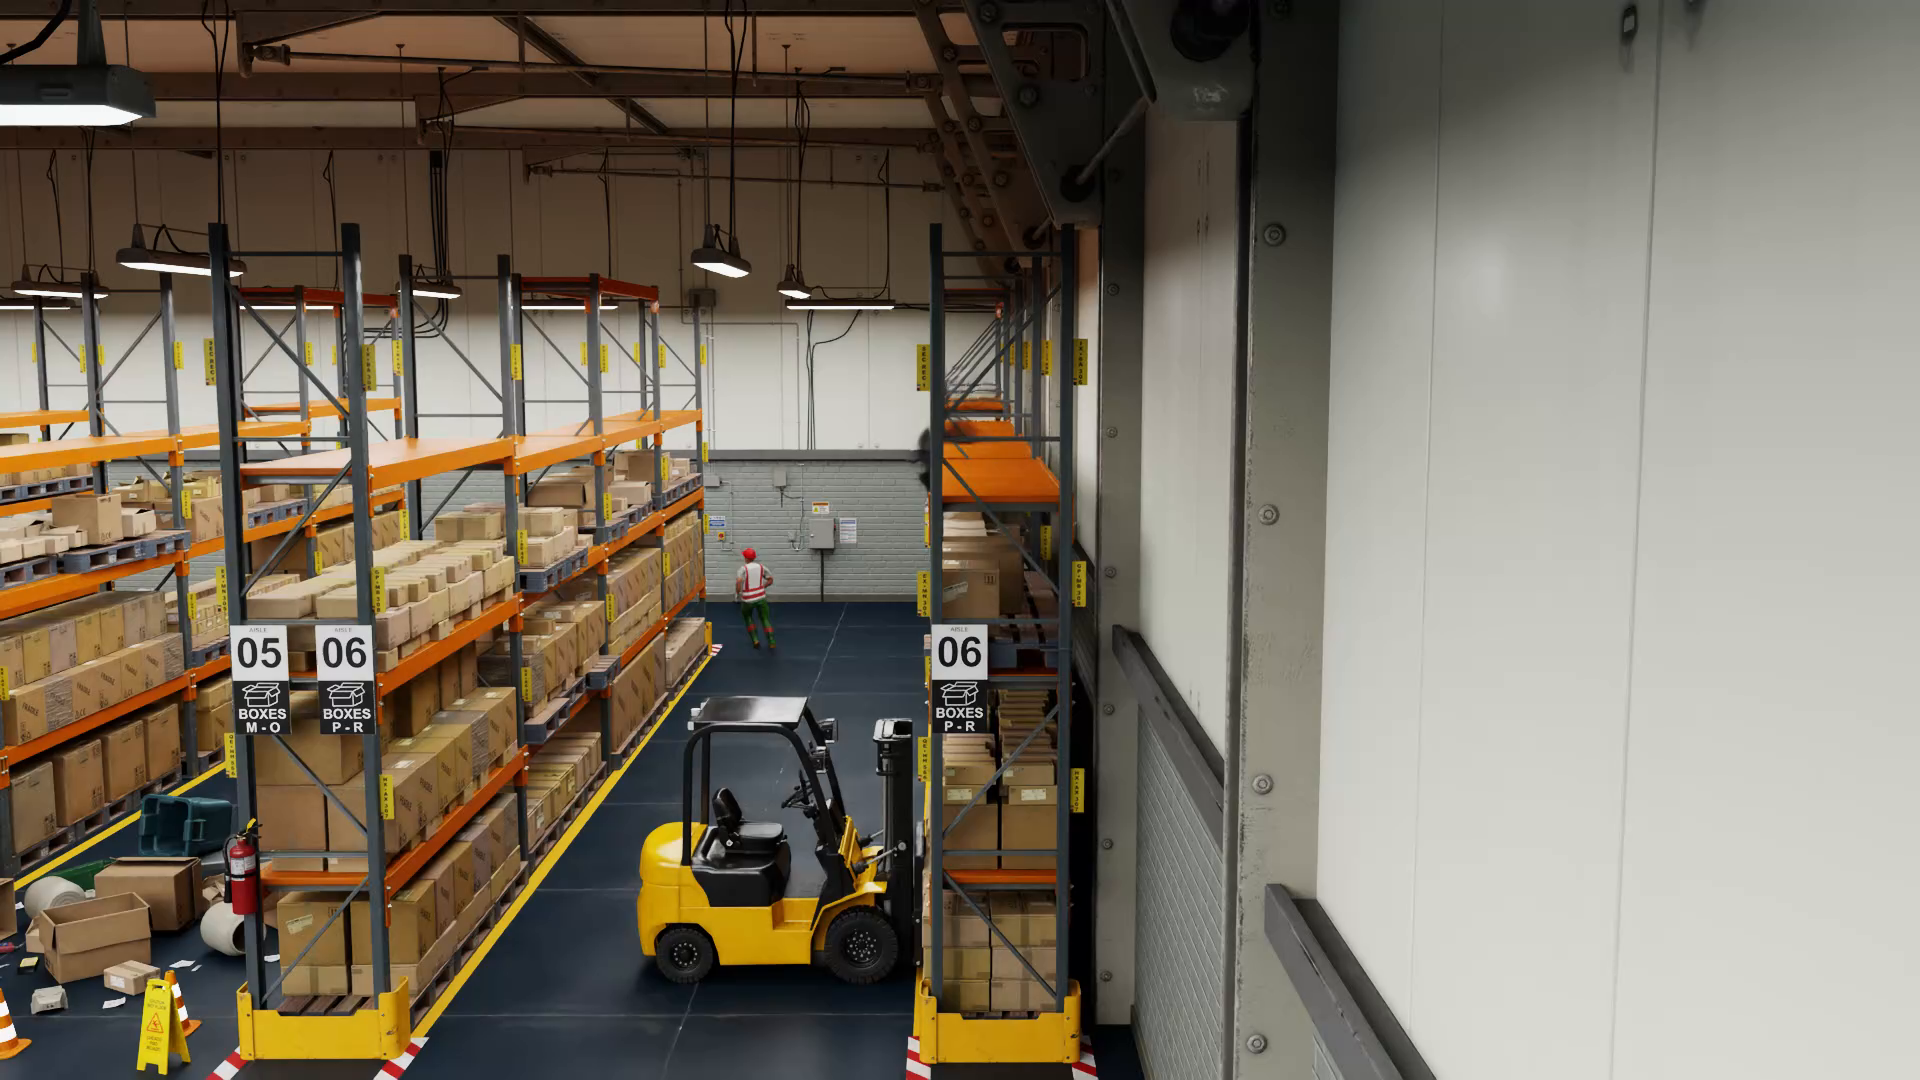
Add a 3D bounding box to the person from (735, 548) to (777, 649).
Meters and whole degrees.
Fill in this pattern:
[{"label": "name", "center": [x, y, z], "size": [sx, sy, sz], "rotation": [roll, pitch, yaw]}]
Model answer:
[{"label": "person", "center": [-3.496, 1.023, 28.094], "size": [0.718, 1.801, 0.697], "rotation": [-3, 7, -25]}]
